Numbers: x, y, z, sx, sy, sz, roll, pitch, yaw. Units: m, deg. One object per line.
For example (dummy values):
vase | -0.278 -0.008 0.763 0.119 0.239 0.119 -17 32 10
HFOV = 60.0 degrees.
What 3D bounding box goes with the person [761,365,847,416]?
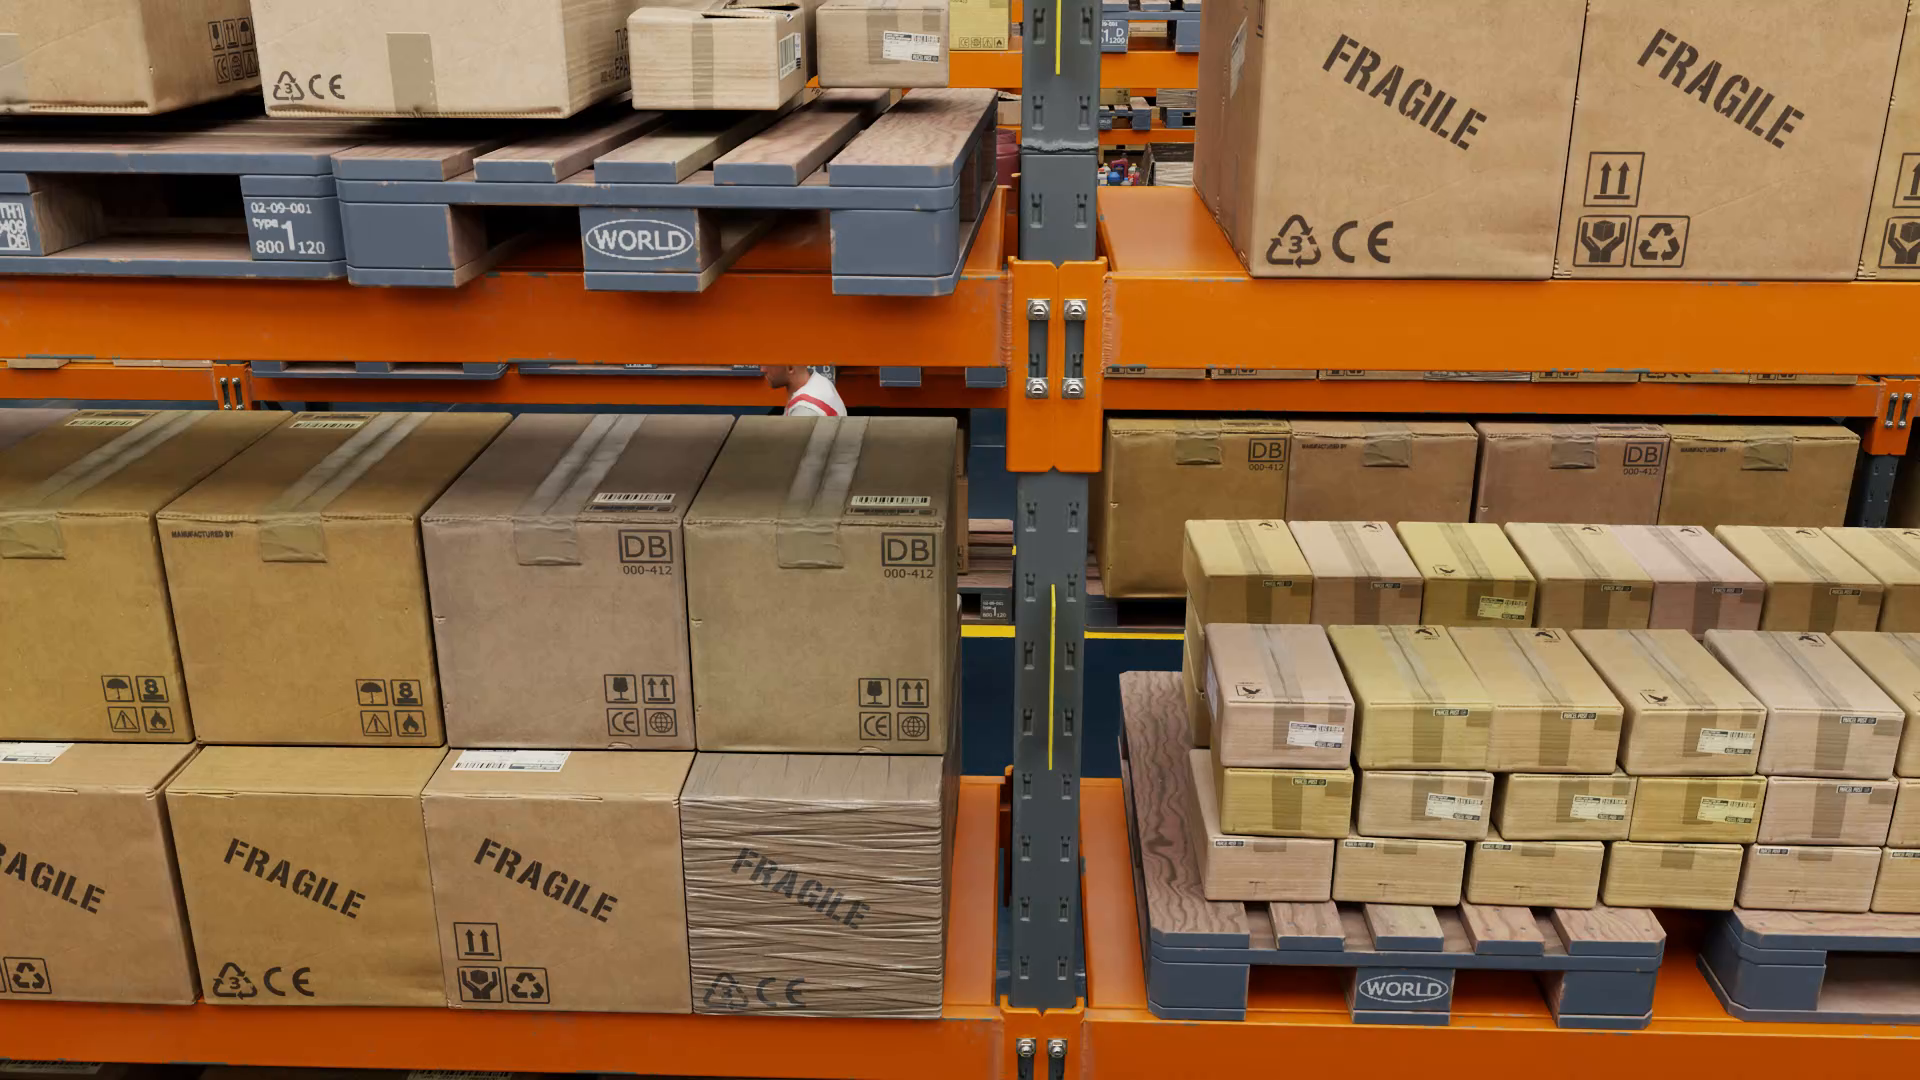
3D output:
person | -0.674 -0.090 7.298 0.450 1.778 0.611 0 21 -1
